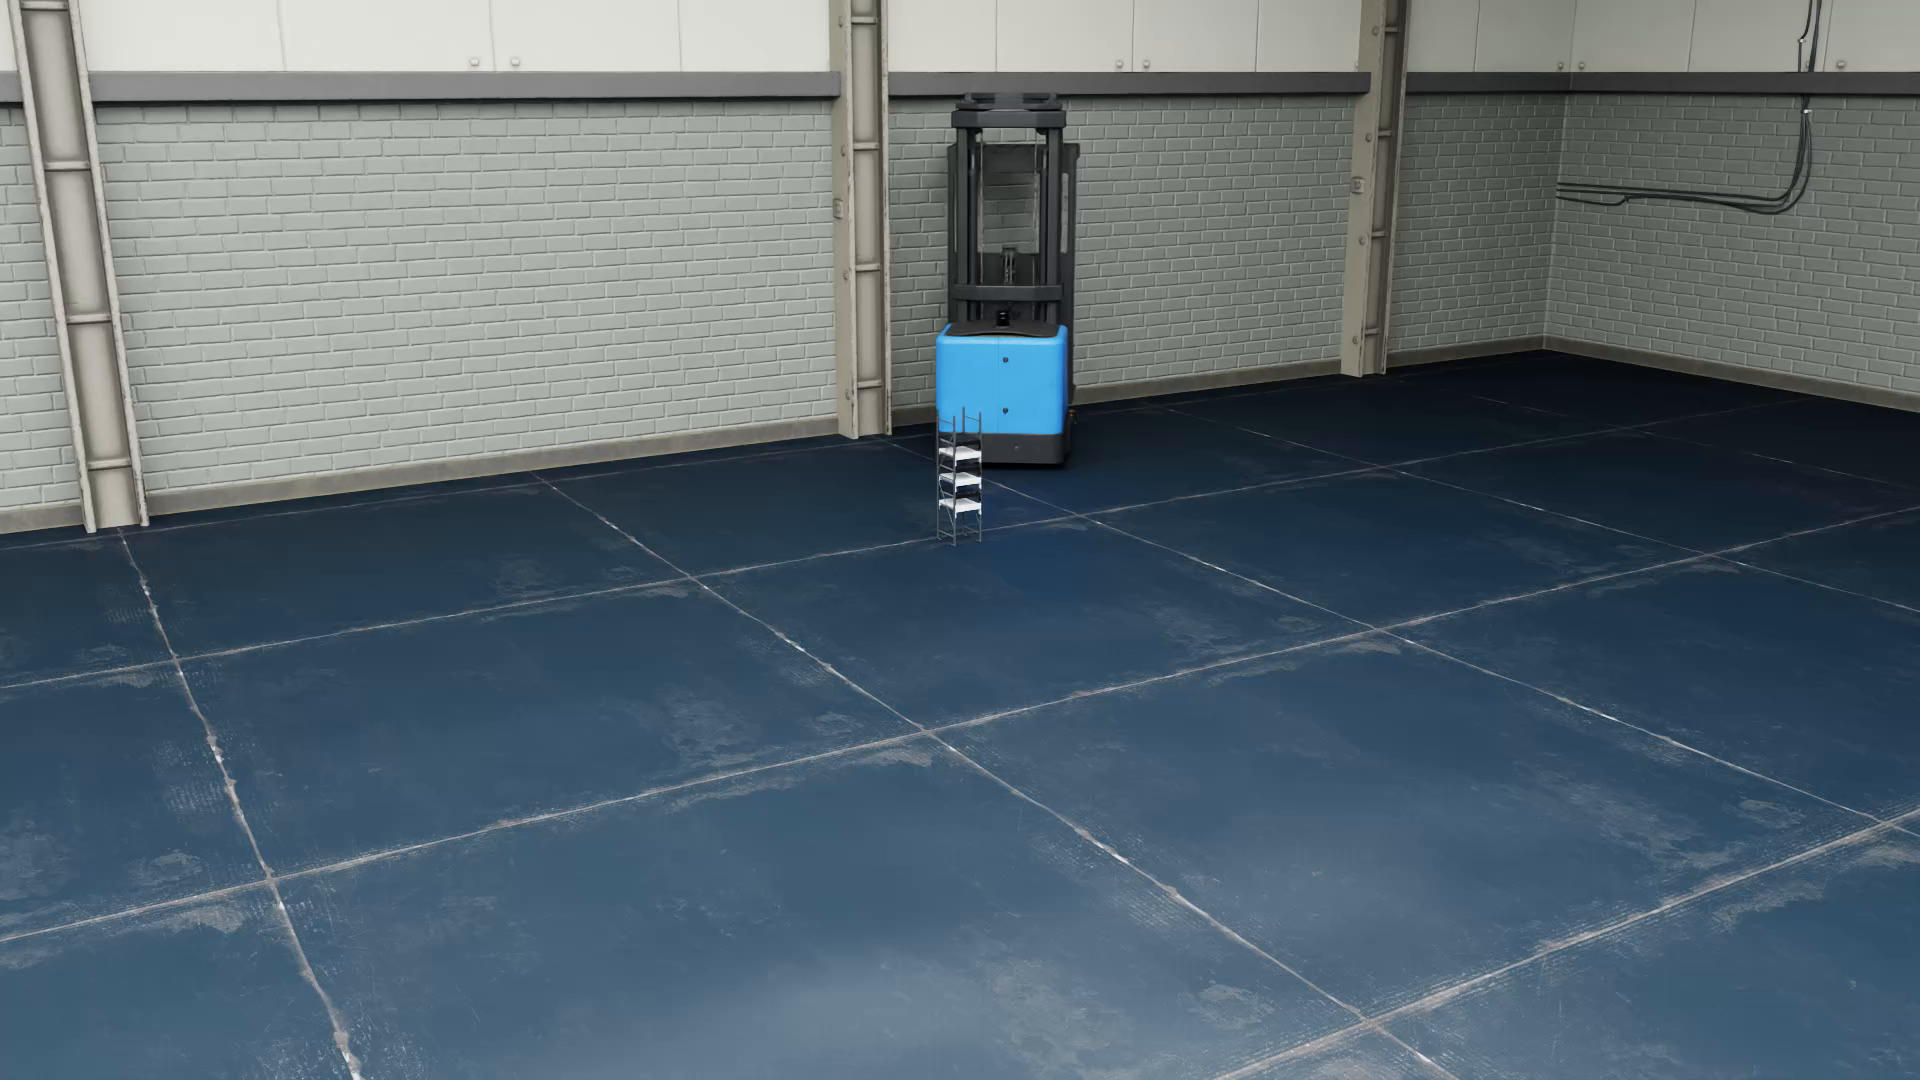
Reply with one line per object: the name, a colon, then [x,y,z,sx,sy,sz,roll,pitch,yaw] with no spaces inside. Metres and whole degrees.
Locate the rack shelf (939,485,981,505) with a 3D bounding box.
rack shelf: [-0.007,-0.313,11.318,0.200,0.077,0.258,-9,18,-30]

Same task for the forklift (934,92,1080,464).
forklift: [0.464,-2.370,14.433,1.130,2.935,3.031,2,16,6]

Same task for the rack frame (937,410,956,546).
rack frame: [-0.094,-0.418,11.234,0.006,0.900,0.240,-9,18,-30]

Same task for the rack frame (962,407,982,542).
rack frame: [0.080,-0.446,11.335,0.006,0.900,0.240,-9,18,-30]

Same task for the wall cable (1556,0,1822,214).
wall cable: [7.502,-4.722,17.337,0.112,2.526,3.097,-9,18,-30]

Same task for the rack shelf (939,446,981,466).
rack shelf: [-0.007,-0.573,11.245,0.200,0.077,0.258,-9,18,-30]

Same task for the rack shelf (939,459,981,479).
rack shelf: [-0.007,-0.487,11.269,0.200,0.077,0.258,-9,18,-30]

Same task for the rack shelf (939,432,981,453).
rack shelf: [-0.007,-0.660,11.220,0.200,0.077,0.258,-9,18,-30]

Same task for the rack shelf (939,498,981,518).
rack shelf: [-0.007,-0.227,11.342,0.200,0.077,0.258,-9,18,-30]

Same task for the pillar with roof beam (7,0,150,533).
pillar with roof beam: [-3.773,-3.450,7.045,0.400,9.000,9.100,-9,18,-30]

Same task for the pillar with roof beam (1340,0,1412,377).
pillar with roof beam: [6.513,-5.118,12.995,0.400,9.000,9.100,-9,18,-30]

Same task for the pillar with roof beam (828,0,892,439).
pillar with roof beam: [1.370,-4.284,10.020,0.400,9.000,9.100,-9,18,-30]

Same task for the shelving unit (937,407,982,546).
shelving unit: [-0.007,-0.432,11.284,0.210,0.900,0.258,-9,18,-30]

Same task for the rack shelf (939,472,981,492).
rack shelf: [-0.007,-0.400,11.293,0.200,0.077,0.258,-9,18,-30]
